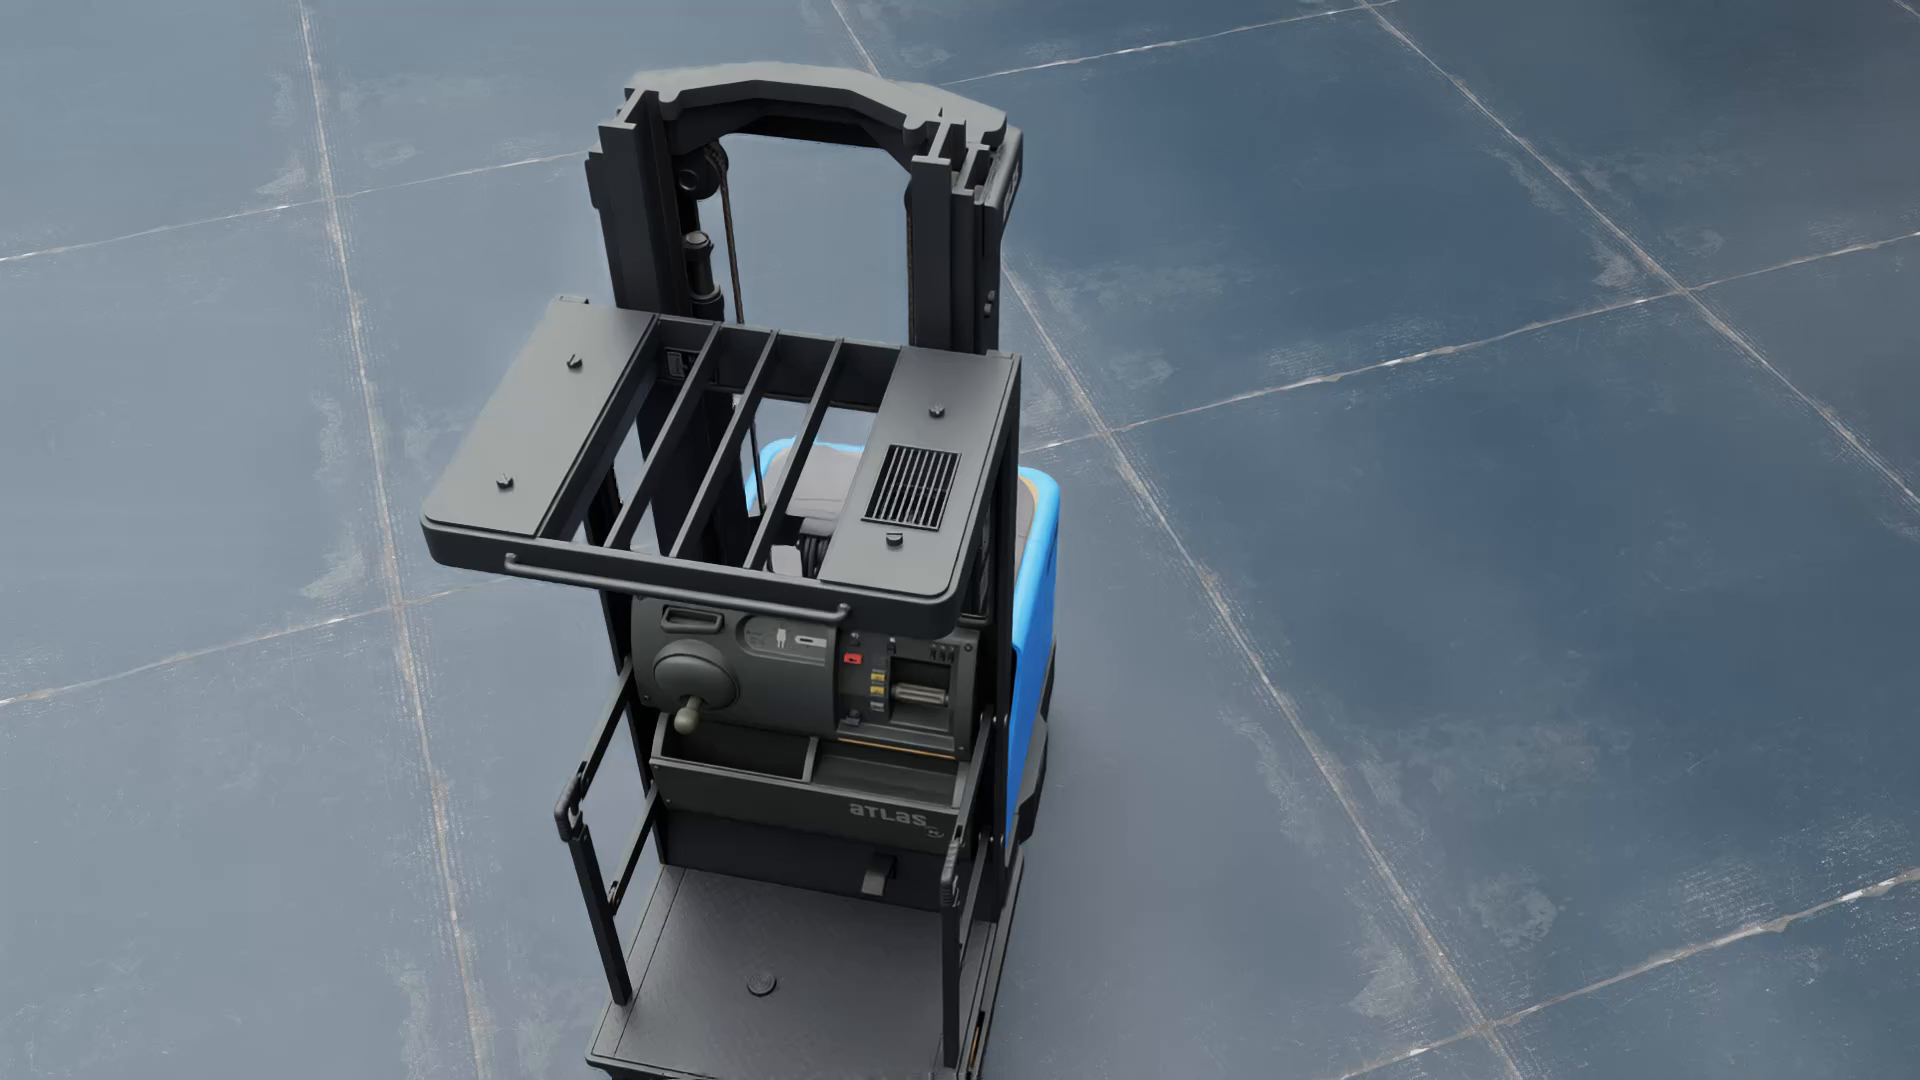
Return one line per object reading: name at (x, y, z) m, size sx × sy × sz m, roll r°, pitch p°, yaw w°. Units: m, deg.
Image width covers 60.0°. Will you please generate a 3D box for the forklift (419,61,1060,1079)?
forklift at (-0.456, 0.451, 4.231) m, size 1.130 × 2.935 × 3.031 m, roll 8°, pitch 46°, yaw 8°
